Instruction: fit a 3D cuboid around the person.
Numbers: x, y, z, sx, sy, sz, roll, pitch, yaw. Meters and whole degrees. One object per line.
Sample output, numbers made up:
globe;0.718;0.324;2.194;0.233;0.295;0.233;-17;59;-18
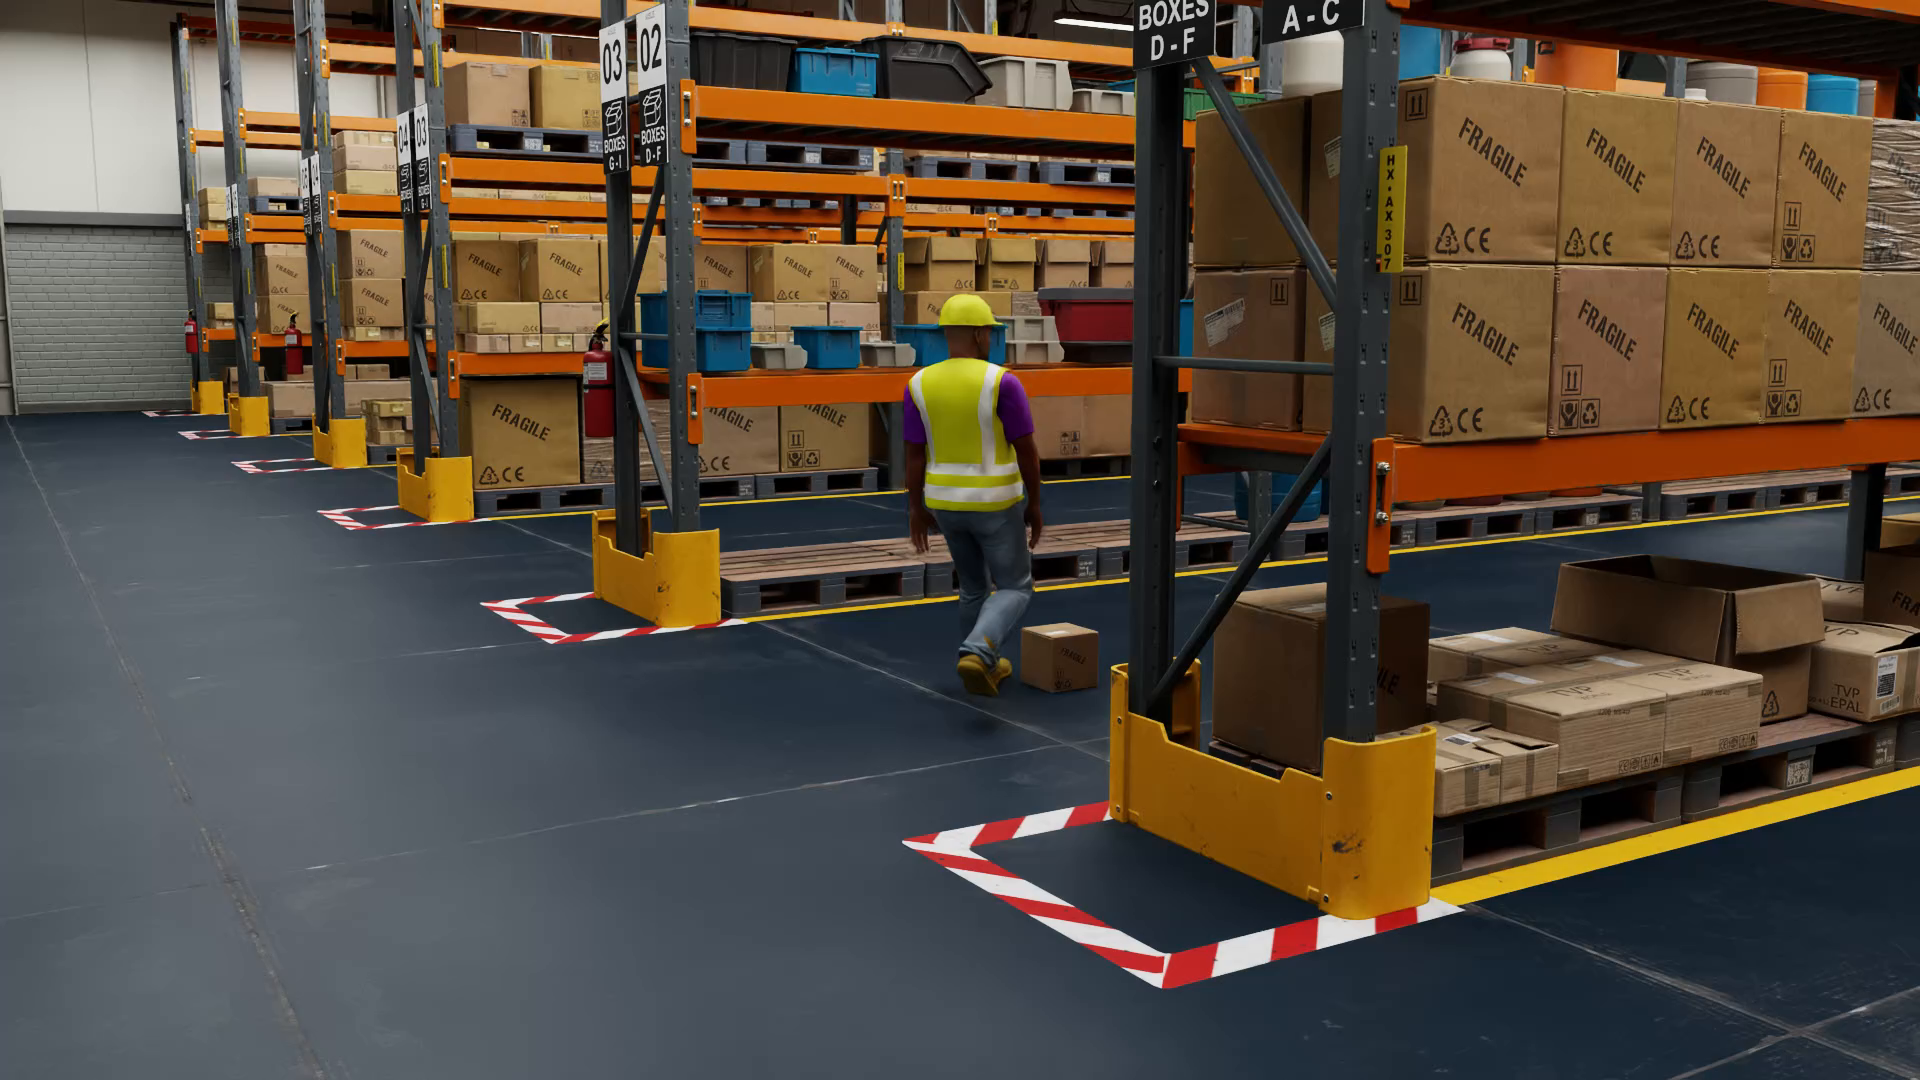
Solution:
person;0.092;-0.165;7.026;0.593;1.730;0.916;4;9;27
